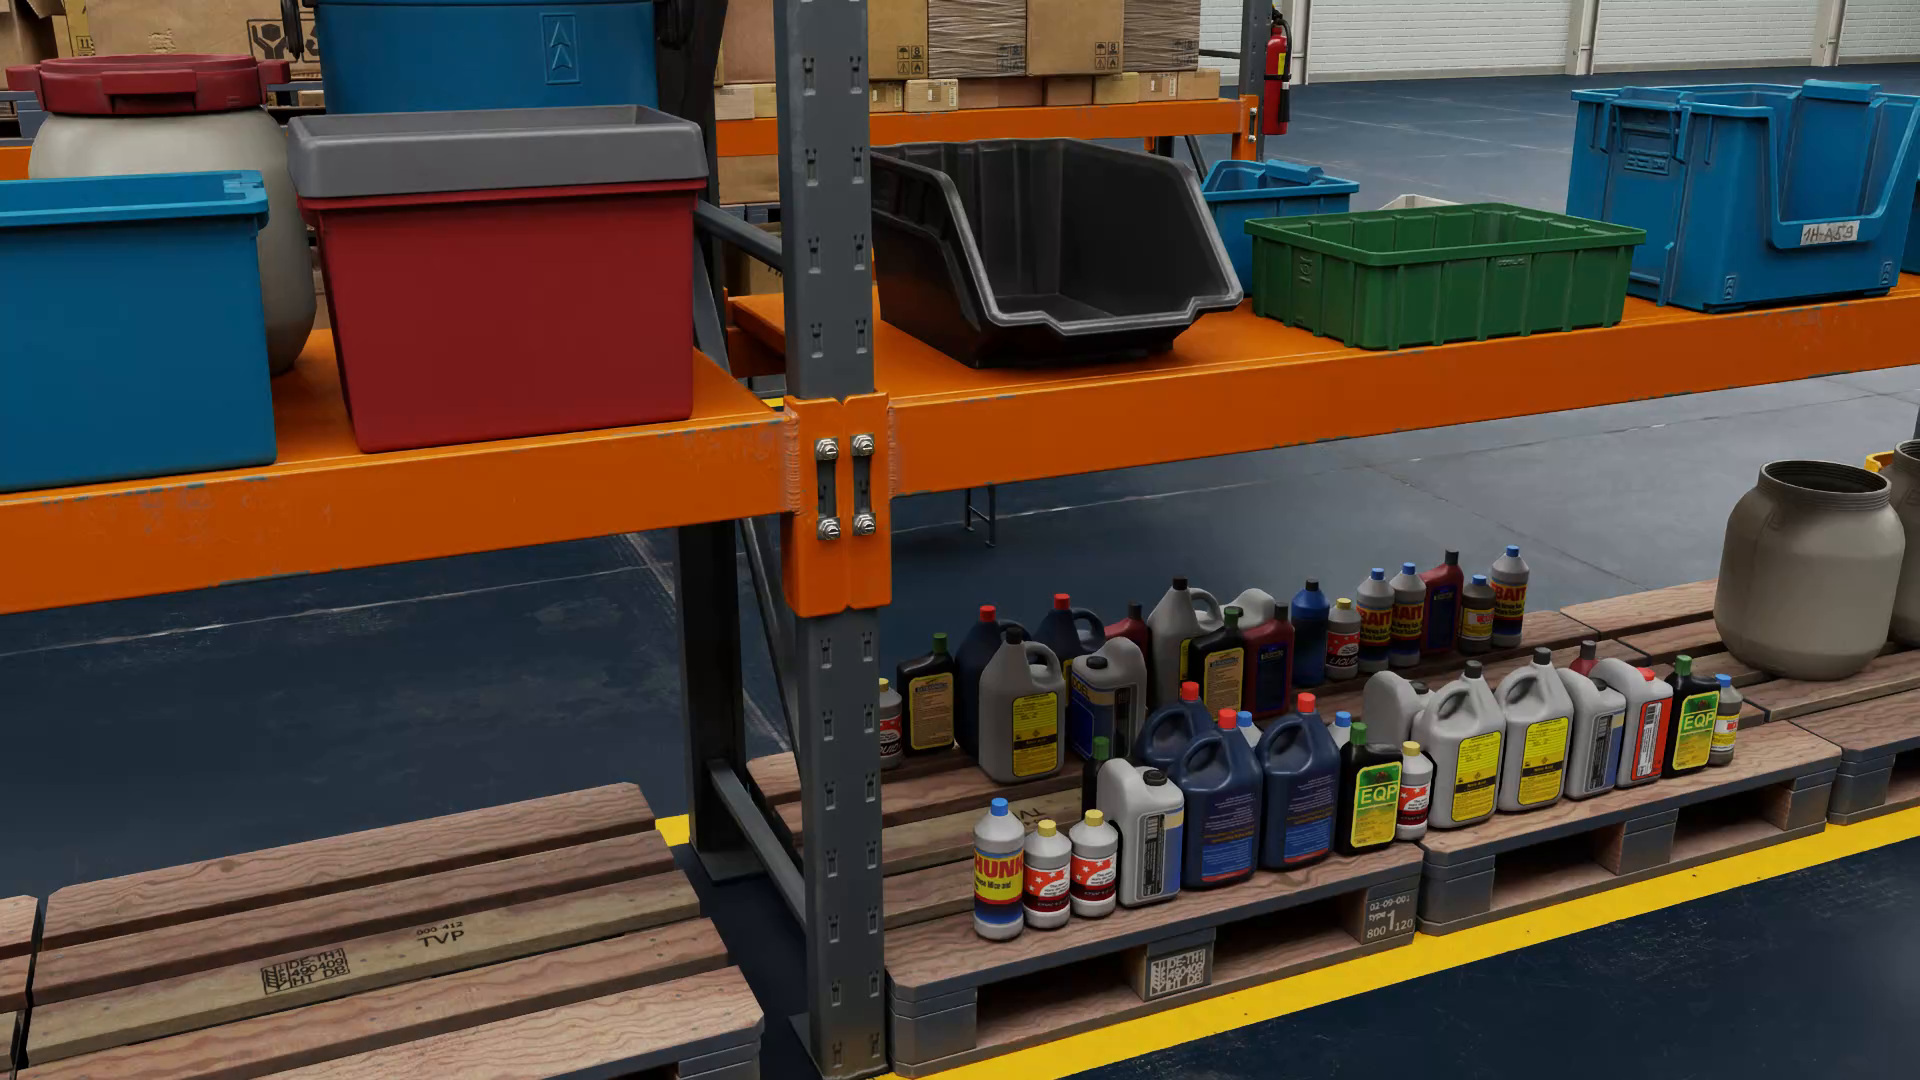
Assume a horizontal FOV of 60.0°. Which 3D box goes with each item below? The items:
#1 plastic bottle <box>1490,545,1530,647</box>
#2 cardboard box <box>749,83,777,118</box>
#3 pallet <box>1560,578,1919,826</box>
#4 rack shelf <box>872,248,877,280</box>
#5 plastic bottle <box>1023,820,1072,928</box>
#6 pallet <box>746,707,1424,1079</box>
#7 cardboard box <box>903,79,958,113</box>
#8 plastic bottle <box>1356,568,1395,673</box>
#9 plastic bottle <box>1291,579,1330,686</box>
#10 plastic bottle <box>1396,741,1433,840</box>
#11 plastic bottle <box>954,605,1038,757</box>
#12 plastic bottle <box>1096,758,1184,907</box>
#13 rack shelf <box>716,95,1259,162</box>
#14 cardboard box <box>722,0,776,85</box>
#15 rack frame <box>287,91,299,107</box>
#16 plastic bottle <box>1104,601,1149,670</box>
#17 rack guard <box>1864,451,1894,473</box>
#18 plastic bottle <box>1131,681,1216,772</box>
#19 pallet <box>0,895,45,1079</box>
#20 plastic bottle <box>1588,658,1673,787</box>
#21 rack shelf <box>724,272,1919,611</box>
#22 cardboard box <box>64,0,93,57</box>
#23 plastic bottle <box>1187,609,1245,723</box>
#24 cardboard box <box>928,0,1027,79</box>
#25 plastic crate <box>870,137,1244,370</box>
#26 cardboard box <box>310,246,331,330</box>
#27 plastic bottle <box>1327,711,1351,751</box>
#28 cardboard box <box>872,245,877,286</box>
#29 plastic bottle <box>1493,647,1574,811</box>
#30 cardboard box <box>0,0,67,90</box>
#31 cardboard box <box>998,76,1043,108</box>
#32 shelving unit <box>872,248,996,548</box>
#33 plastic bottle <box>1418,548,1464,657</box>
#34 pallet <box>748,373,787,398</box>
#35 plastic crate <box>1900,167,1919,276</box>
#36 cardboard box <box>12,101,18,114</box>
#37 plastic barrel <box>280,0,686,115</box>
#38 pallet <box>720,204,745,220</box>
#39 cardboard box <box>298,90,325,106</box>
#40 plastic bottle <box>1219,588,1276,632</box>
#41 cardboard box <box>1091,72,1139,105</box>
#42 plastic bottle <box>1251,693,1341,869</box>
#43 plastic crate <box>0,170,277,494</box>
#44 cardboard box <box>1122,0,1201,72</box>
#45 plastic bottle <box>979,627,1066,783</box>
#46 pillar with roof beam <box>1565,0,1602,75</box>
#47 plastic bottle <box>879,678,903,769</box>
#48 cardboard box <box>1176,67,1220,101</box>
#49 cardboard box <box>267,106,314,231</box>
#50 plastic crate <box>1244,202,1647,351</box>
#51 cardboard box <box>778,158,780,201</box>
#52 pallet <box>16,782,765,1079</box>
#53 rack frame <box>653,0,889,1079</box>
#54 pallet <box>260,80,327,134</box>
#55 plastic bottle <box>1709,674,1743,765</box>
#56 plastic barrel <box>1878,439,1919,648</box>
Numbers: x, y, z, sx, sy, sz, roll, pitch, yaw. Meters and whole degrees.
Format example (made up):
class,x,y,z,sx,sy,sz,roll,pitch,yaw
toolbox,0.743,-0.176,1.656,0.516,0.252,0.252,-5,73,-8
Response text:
class,x,y,z,sx,sy,sz,roll,pitch,yaw
plastic bottle,1.493,0.147,4.533,0.097,0.271,0.097,0,19,0
cardboard box,-0.899,-2.050,7.705,0.250,0.149,0.380,-8,21,-22
pallet,2.482,0.369,4.655,1.213,0.211,1.003,-8,21,-22
rack shelf,-0.152,-0.915,5.630,0.480,0.148,0.258,-8,21,-22
plastic bottle,0.168,0.641,3.235,0.097,0.201,0.097,0,19,0
pallet,0.241,0.690,3.744,1.213,0.211,1.003,-8,21,-22
cardboard box,-0.196,-2.138,7.955,0.250,0.149,0.380,-8,21,-22
plastic bottle,1.086,0.206,4.367,0.097,0.271,0.097,0,19,0
plastic bottle,0.900,0.232,4.291,0.097,0.271,0.097,0,19,0
plastic bottle,0.956,0.529,3.555,0.097,0.201,0.097,0,19,0
plastic bottle,0.085,0.320,3.923,0.185,0.351,0.144,-9,21,-23
plastic bottle,0.360,0.569,3.329,0.135,0.276,0.152,-7,21,-20
rack shelf,-0.517,-1.983,8.222,4.000,0.370,1.077,-8,21,-22
cardboard box,-1.024,-2.439,7.834,0.500,0.500,0.875,-8,21,-22
rack frame,-8.249,-6.595,20.236,0.127,3.000,1.000,-8,21,-22
plastic bottle,0.395,0.292,4.103,0.133,0.283,0.061,-7,20,-18
rack guard,3.230,0.128,4.906,0.348,0.500,1.175,-8,21,-22
plastic bottle,0.457,0.469,3.500,0.185,0.351,0.144,-8,21,-22
pallet,-2.219,1.043,2.742,1.213,0.211,1.003,-8,21,-22
plastic bottle,1.526,0.402,3.803,0.135,0.276,0.152,-8,21,-22
rack shelf,1.445,-0.473,3.932,4.000,0.370,1.077,-8,21,-22
cardboard box,-5.527,-3.350,10.868,0.500,0.500,0.500,-8,21,-21
plastic bottle,0.622,0.312,4.047,0.133,0.283,0.061,-8,21,-22
cardboard box,-0.085,-2.554,8.162,0.500,0.500,0.875,-8,21,-22
plastic crate,0.139,-0.550,3.161,0.504,0.338,0.767,-8,21,-22
cardboard box,-2.926,-1.014,7.487,0.500,0.500,0.700,-10,22,-26
plastic bottle,0.807,0.495,3.546,0.097,0.271,0.097,0,19,0
cardboard box,-0.378,-1.362,8.506,0.500,0.500,0.500,-6,20,-17
plastic bottle,1.248,0.408,3.673,0.185,0.351,0.144,-7,21,-20
cardboard box,-3.909,-2.050,6.541,0.637,0.503,0.797,-6,20,-16
cardboard box,0.219,-2.237,8.238,0.250,0.149,0.380,-8,21,-22
shelving unit,-0.152,-0.544,5.761,0.503,1.200,0.258,-8,21,-22
plastic bottle,1.278,0.166,4.462,0.133,0.283,0.061,-8,21,-21
pallet,-0.629,-1.005,8.559,1.213,0.211,1.003,-8,21,-22
plastic crate,2.341,-0.765,3.901,0.408,0.251,0.499,-8,21,-22
cardboard box,-10.746,-5.313,19.538,0.625,0.625,0.875,-7,21,-20
plastic barrel,-0.867,-0.827,3.100,0.708,0.901,0.600,-8,21,-22
pallet,-2.374,-2.508,12.828,1.213,0.211,1.003,-8,21,-22
cardboard box,-5.546,-3.721,14.697,0.500,0.500,0.500,-8,21,-22
plastic bottle,0.709,0.267,4.185,0.135,0.276,0.152,-8,21,-21
cardboard box,0.700,-2.286,8.375,0.250,0.149,0.380,-8,21,-22
plastic bottle,0.687,0.488,3.445,0.185,0.351,0.144,-9,21,-24
plastic crate,-1.281,-0.302,2.387,0.575,0.384,0.392,-8,21,-22
cardboard box,0.803,-2.709,8.602,0.500,0.500,0.875,-8,21,-22
plastic bottle,0.142,0.364,3.798,0.185,0.351,0.144,-8,21,-22
pillar with roof beam,12.661,-11.189,24.251,0.400,9.000,9.100,-8,21,-22
plastic bottle,-0.182,0.420,3.863,0.097,0.201,0.097,0,19,0
cardboard box,1.139,-2.367,8.606,0.250,0.149,0.380,-8,21,-22
cardboard box,-4.760,-2.613,11.683,0.750,0.750,1.050,-8,21,-22
plastic crate,0.966,-0.542,3.363,0.662,0.188,0.450,-8,21,-22
cardboard box,-1.149,-3.198,13.156,0.875,0.875,0.875,-8,21,-22
pallet,-1.098,0.881,3.202,1.213,0.211,1.003,-8,21,-22
rack frame,-0.392,-0.549,3.066,0.127,3.000,1.000,-8,21,-22
pallet,-3.113,-1.913,7.228,1.213,0.211,1.003,-8,21,-22
plastic bottle,1.768,0.412,3.886,0.097,0.201,0.097,0,19,0
plastic barrel,2.707,0.010,4.591,0.421,0.512,0.421,0,19,0
